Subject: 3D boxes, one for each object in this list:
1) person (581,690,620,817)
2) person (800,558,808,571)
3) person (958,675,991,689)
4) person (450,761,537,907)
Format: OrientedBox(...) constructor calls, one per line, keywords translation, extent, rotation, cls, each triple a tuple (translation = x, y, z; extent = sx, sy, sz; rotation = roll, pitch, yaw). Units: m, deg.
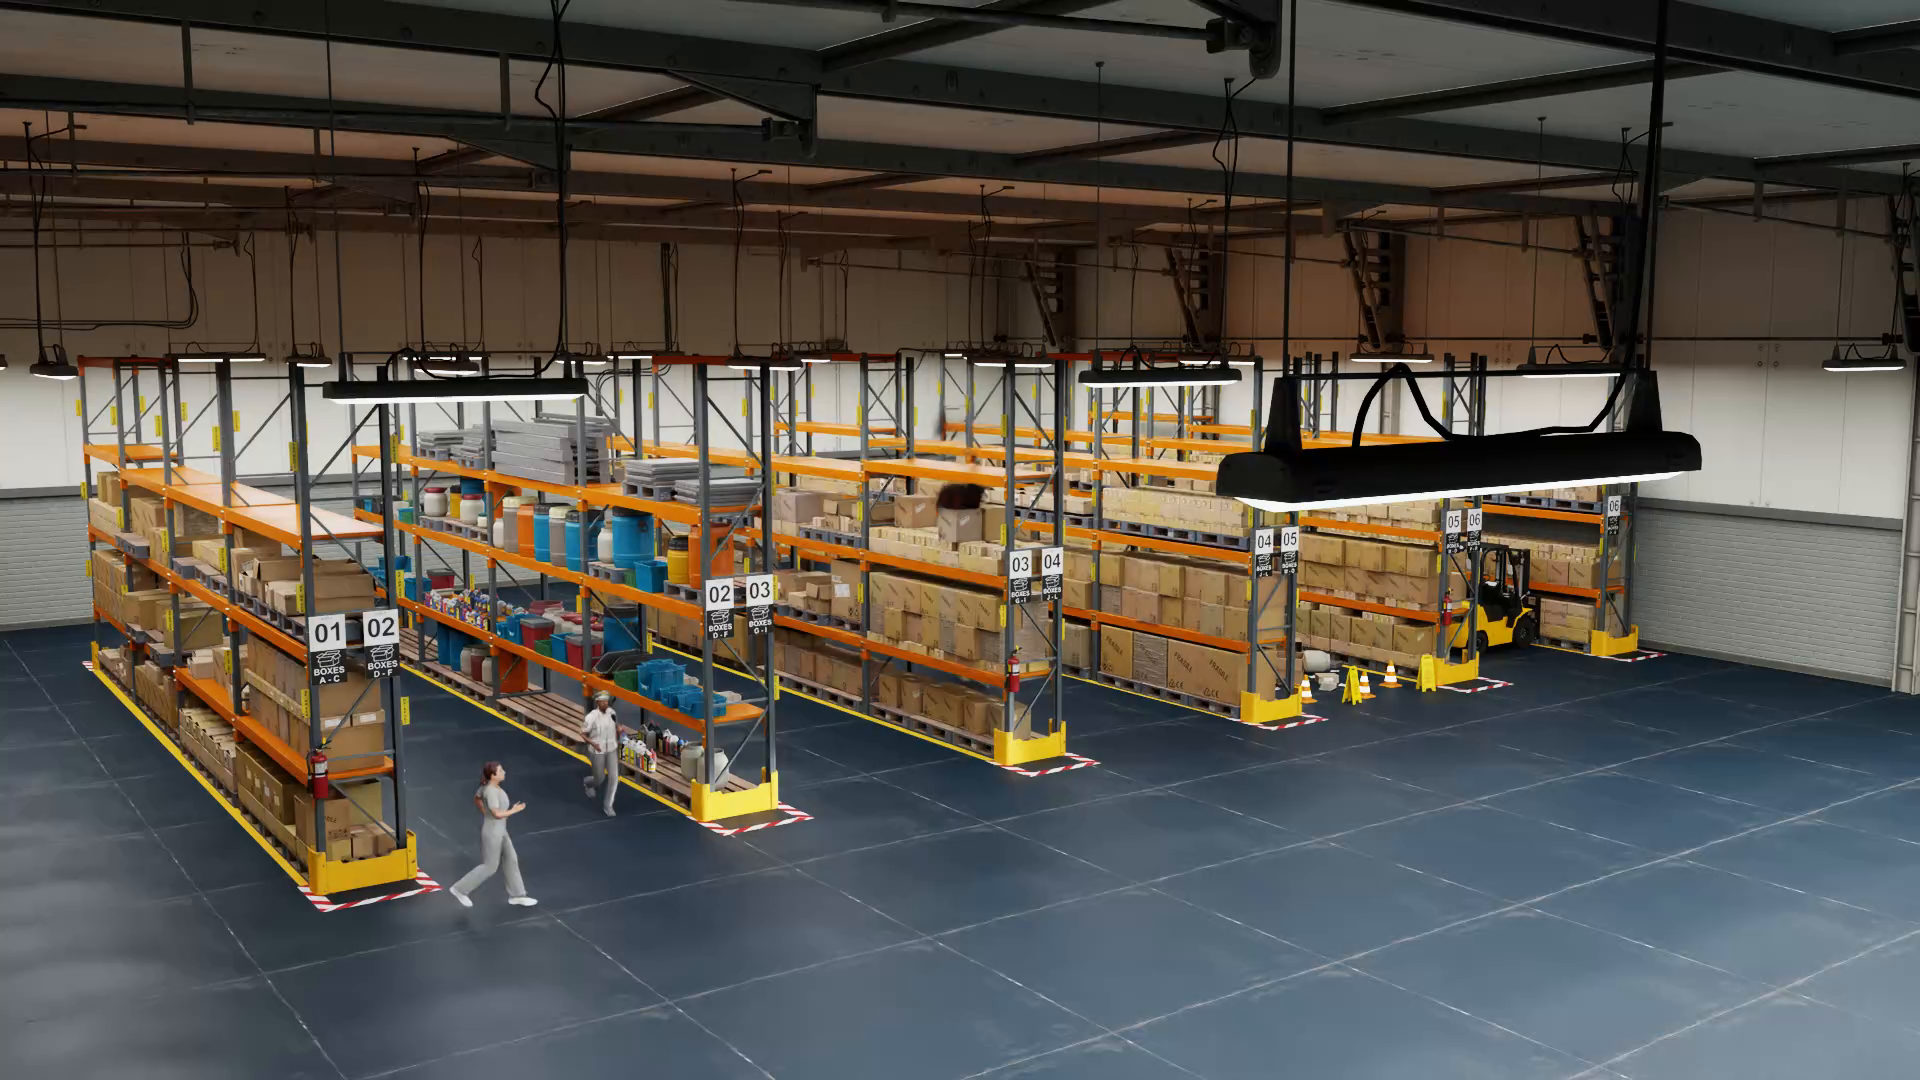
OrientedBox(translation=(-4.806, 2.829, 22.308), extent=(0.587, 1.698, 0.755), rotation=(-5, 9, -36), cls="person")
OrientedBox(translation=(-3.821, 0.427, 41.840), extent=(0.851, 1.770, 0.760), rotation=(-1, 7, -11), cls="person")
OrientedBox(translation=(0.294, 1.804, 30.236), extent=(0.839, 1.793, 0.728), rotation=(6, 9, 40), cls="person")
OrientedBox(translation=(-5.179, 3.258, 18.391), extent=(0.922, 1.665, 0.576), rotation=(-2, 7, -13), cls="person")
